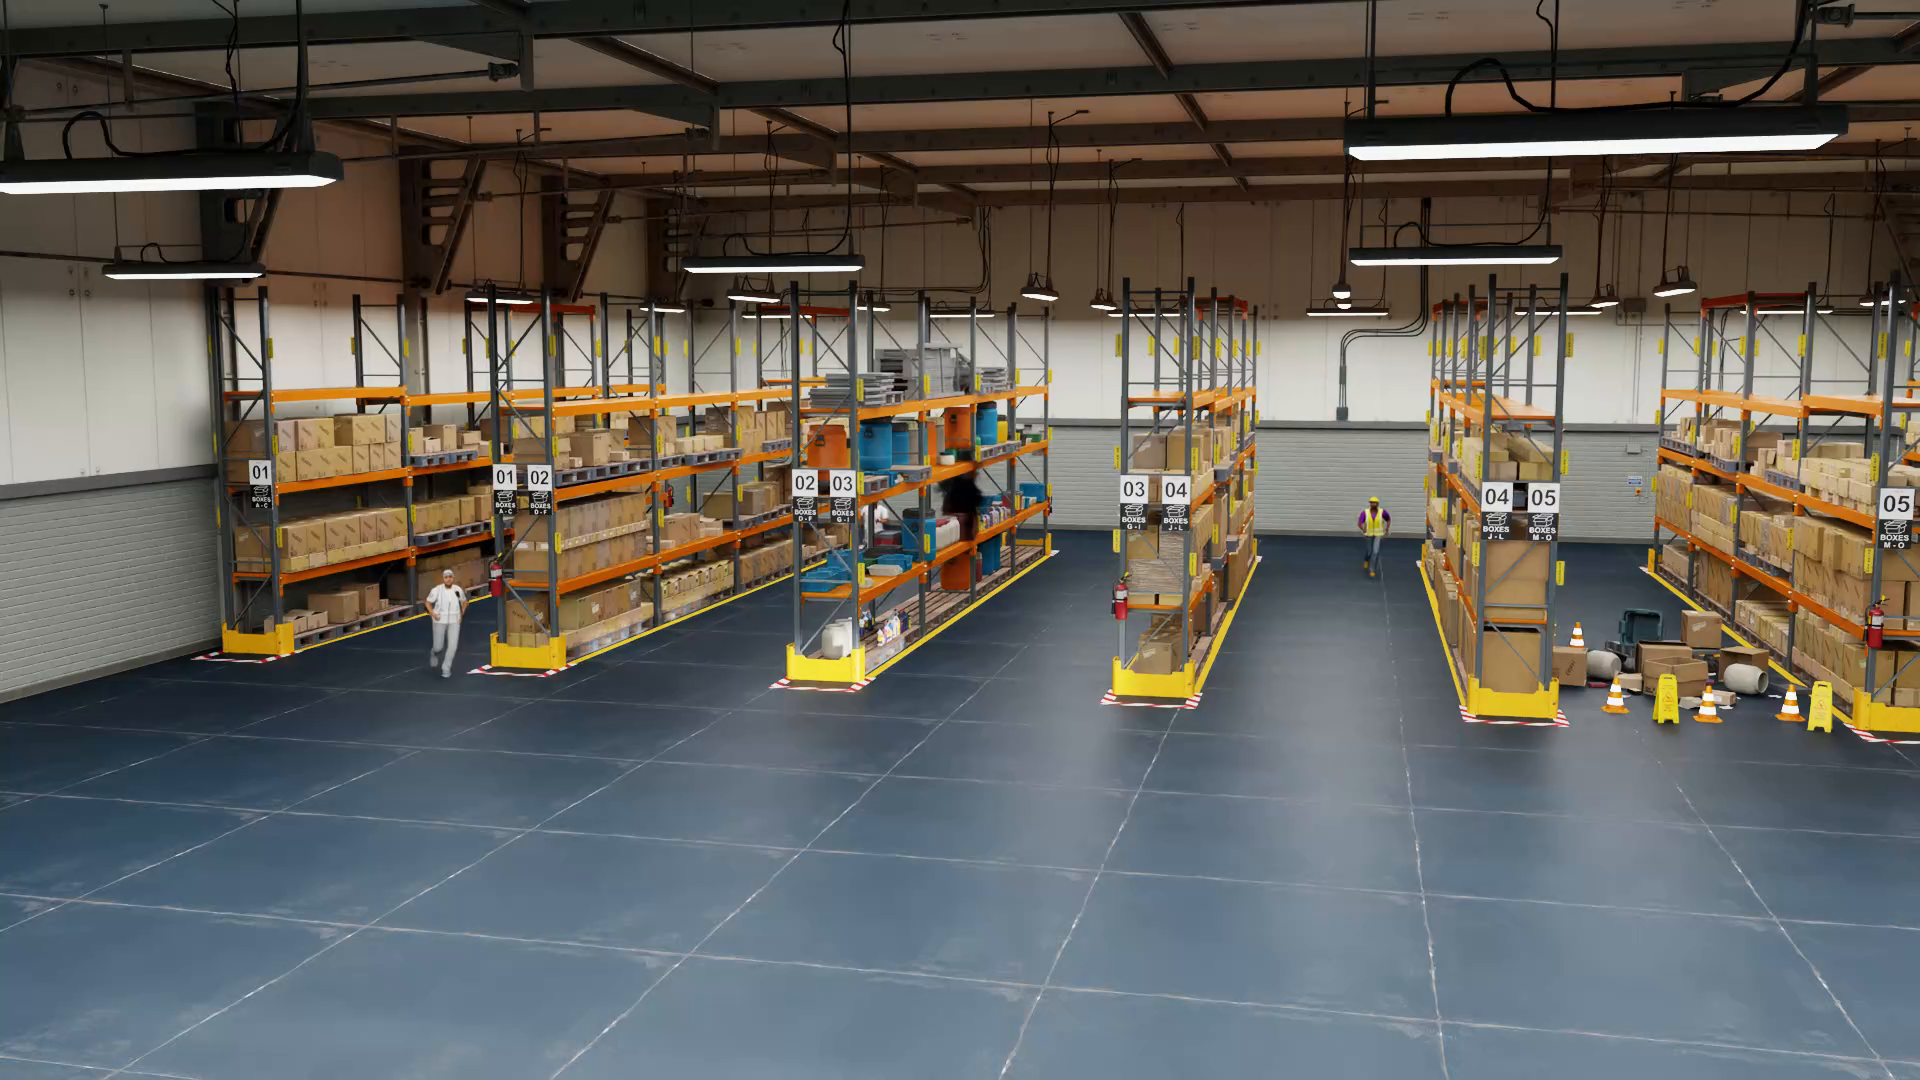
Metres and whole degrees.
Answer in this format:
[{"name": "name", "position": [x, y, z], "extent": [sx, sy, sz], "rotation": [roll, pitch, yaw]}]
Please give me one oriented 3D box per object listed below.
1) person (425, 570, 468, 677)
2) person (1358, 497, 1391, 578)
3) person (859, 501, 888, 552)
[{"name": "person", "position": [-7.907, 1.264, 25.660], "extent": [0.635, 1.634, 0.664], "rotation": [-3, 7, -26]}, {"name": "person", "position": [9.167, -0.083, 36.818], "extent": [0.709, 1.763, 0.879], "rotation": [2, 7, 15]}, {"name": "person", "position": [-1.933, -0.182, 37.125], "extent": [0.672, 1.740, 0.831], "rotation": [0, 7, 0]}]
